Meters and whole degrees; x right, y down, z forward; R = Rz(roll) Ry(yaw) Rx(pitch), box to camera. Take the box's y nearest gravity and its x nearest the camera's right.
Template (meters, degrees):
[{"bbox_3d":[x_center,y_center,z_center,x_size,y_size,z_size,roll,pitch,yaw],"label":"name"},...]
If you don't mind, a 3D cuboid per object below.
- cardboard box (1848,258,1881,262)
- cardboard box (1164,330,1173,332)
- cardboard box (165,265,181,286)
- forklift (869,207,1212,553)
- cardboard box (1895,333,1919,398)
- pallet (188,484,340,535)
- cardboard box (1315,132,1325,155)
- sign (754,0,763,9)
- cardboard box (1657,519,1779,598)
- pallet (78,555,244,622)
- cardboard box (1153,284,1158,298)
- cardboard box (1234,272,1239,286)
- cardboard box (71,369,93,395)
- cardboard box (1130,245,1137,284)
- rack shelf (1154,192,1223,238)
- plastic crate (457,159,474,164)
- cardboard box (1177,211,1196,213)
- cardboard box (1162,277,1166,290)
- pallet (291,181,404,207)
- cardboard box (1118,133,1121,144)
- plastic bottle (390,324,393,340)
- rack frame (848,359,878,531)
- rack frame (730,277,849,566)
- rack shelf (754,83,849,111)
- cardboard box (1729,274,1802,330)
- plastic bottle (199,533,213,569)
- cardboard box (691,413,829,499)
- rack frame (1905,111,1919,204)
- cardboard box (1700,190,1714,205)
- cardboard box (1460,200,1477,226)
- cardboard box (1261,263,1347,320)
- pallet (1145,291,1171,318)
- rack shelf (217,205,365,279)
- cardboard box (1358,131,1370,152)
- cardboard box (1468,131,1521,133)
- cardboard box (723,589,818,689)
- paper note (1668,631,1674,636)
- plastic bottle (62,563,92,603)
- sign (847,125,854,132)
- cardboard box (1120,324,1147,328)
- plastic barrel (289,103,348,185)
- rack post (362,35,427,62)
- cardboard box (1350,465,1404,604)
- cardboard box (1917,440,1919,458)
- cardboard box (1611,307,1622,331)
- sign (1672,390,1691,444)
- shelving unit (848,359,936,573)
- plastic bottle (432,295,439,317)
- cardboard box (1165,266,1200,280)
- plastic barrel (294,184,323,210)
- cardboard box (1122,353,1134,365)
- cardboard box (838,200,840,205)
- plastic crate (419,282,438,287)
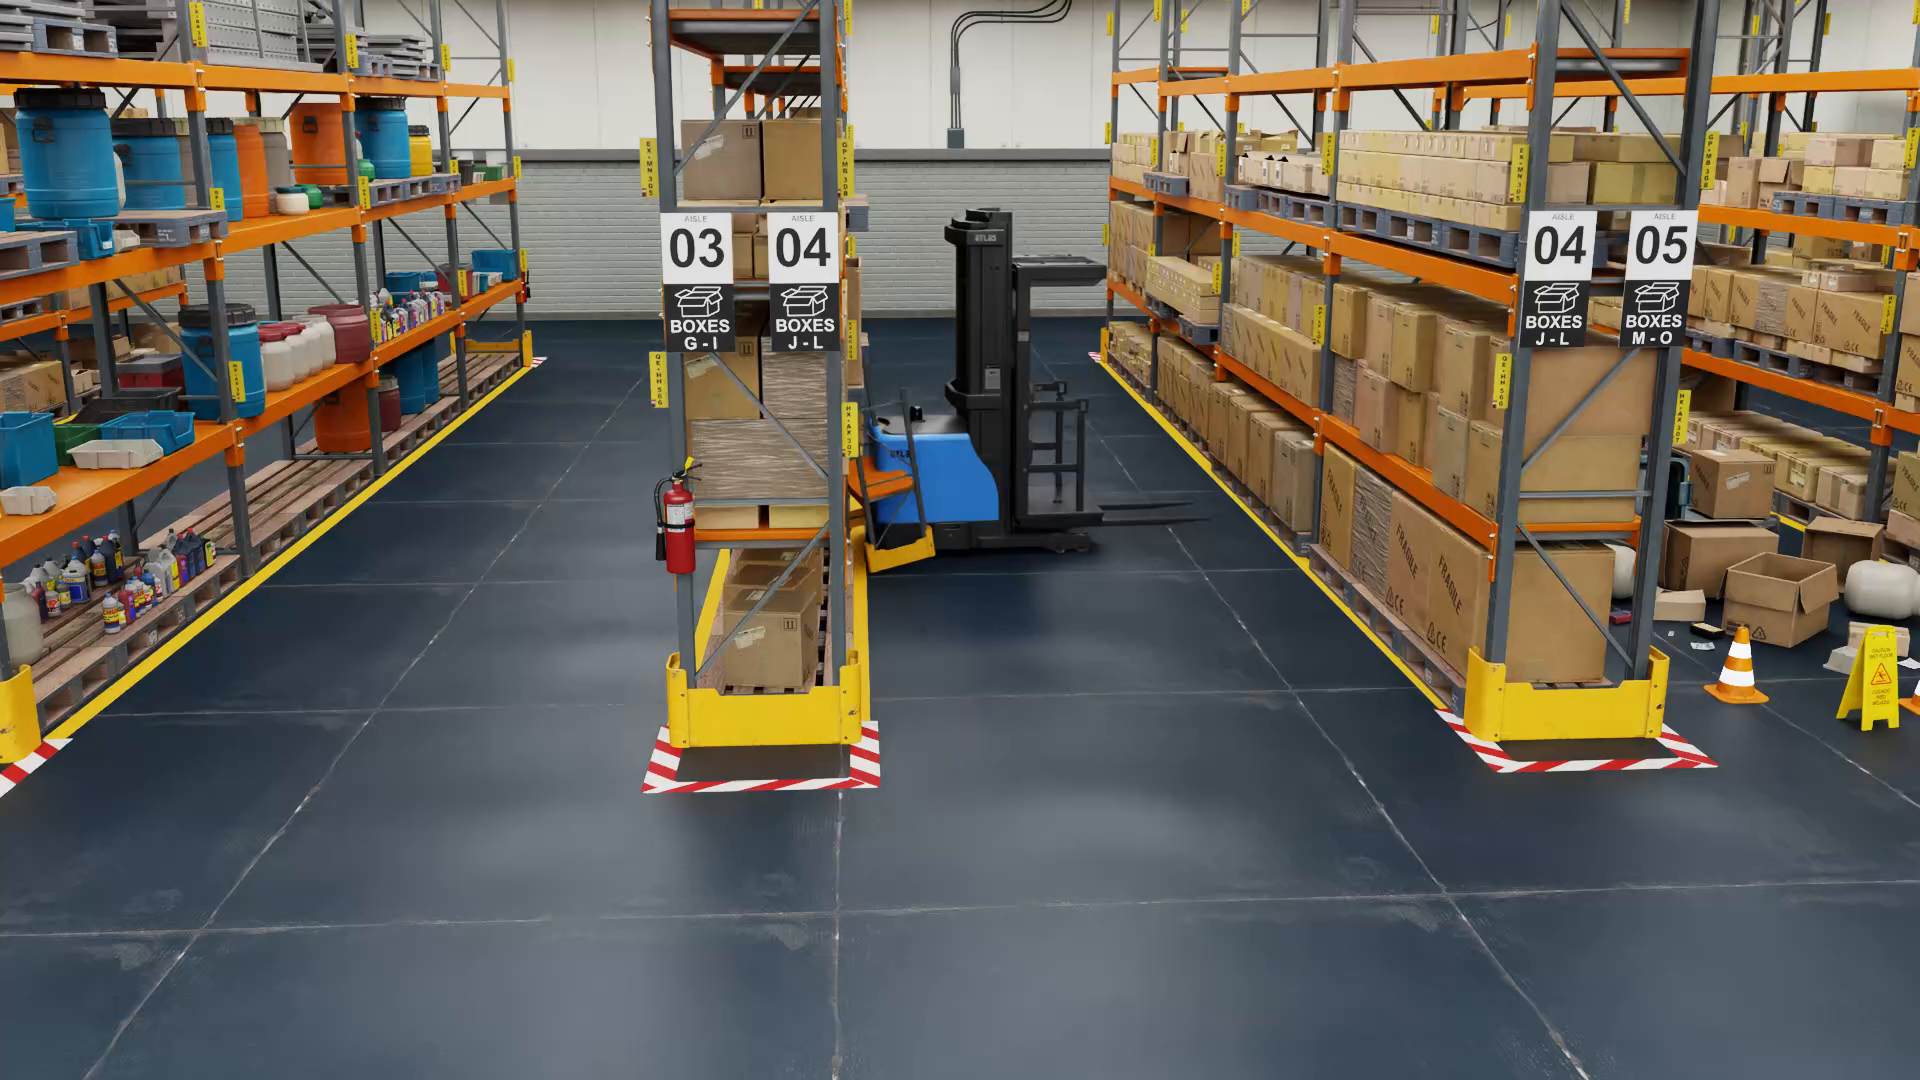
[{"bbox_3d":[13.079,-3.887,23.818,0.500,0.250,0.500,-1,14,-2],"label":"cardboard box"},{"bbox_3d":[3.184,-2.977,24.261,0.380,0.149,0.250,0,14,-1],"label":"cardboard box"},{"bbox_3d":[-11.772,-3.989,24.309,0.500,0.500,0.500,0,14,-2],"label":"cardboard box"},{"bbox_3d":[0.719,-1.433,14.715,3.031,2.935,1.130,-2,15,-7],"label":"forklift"},{"bbox_3d":[8.199,-1.447,13.832,0.500,0.500,0.500,-1,14,-4],"label":"cardboard box"},{"bbox_3d":[-6.550,-0.287,15.718,1.003,0.211,1.213,-1,14,-3],"label":"pallet"},{"bbox_3d":[3.655,-3.586,15.681,0.500,0.500,0.500,-1,14,-3],"label":"cardboard box"},{"bbox_3d":[-2.492,-6.637,20.569,0.100,0.325,0.005,-1,14,-3],"label":"sign"},{"bbox_3d":[5.996,0.140,13.201,0.797,0.637,0.503,-1,14,-3],"label":"cardboard box"},{"bbox_3d":[-6.384,0.379,13.128,1.003,0.211,1.213,-1,14,-3],"label":"pallet"},{"bbox_3d":[2.620,-3.102,20.723,0.380,0.149,0.250,-1,14,-3],"label":"cardboard box"},{"bbox_3d":[3.368,-3.010,19.173,0.380,0.149,0.250,0,14,-1],"label":"cardboard box"},{"bbox_3d":[-11.634,-2.071,21.570,0.500,0.311,0.500,-1,14,-3],"label":"cardboard box"},{"bbox_3d":[2.648,-3.817,23.046,0.500,0.500,0.500,-1,14,-4],"label":"cardboard box"},{"bbox_3d":[3.144,-3.863,19.445,1.077,0.370,4.000,-1,14,-3],"label":"rack shelf"},{"bbox_3d":[-7.382,-5.412,24.285,0.497,0.269,0.590,-1,14,-3],"label":"plastic crate"},{"bbox_3d":[3.188,-4.177,22.439,0.500,0.500,0.500,-1,14,-5],"label":"cardboard box"},{"bbox_3d":[2.656,-3.117,20.184,0.380,0.149,0.250,0,14,-1],"label":"cardboard box"},{"bbox_3d":[-6.582,-3.686,17.693,1.003,0.211,1.213,-1,14,-3],"label":"pallet"},{"bbox_3d":[2.507,-5.850,24.220,0.380,0.149,0.250,-1,14,-4],"label":"cardboard box"},{"bbox_3d":[-6.353,-2.327,18.451,0.097,0.201,0.097,0,14,0],"label":"plastic bottle"},{"bbox_3d":[-0.938,-0.814,14.610,0.500,1.500,0.032,-15,24,-16],"label":"rack frame"},{"bbox_3d":[-1.441,-1.215,13.729,1.000,3.000,0.127,-1,14,-3],"label":"rack frame"},{"bbox_3d":[-1.813,-5.071,18.921,1.077,0.370,4.000,-1,14,-3],"label":"rack shelf"},{"bbox_3d":[8.078,-2.382,16.623,0.500,0.500,0.500,-1,14,-2],"label":"cardboard box"},{"bbox_3d":[-6.025,0.078,13.270,0.061,0.283,0.133,0,14,-1],"label":"plastic bottle"},{"bbox_3d":[-1.200,-0.550,10.347,0.875,0.500,0.500,-1,14,-3],"label":"cardboard box"},{"bbox_3d":[8.450,-4.273,13.576,1.000,3.000,0.127,-1,14,-3],"label":"rack frame"},{"bbox_3d":[8.052,-3.613,17.533,0.380,0.149,0.250,-1,14,-3],"label":"cardboard box"},{"bbox_3d":[3.374,-2.059,10.448,0.380,0.149,0.250,-1,14,-3],"label":"cardboard box"},{"bbox_3d":[3.353,-2.429,16.239,0.700,0.500,0.500,-1,14,-4],"label":"cardboard box"},{"bbox_3d":[2.922,-2.971,20.938,1.003,0.211,1.213,-1,14,-3],"label":"pallet"},{"bbox_3d":[-6.508,-2.740,15.081,1.077,0.370,4.000,-1,14,-3],"label":"rack shelf"},{"bbox_3d":[3.232,-3.013,12.559,0.380,0.149,0.250,-1,14,-4],"label":"cardboard box"},{"bbox_3d":[3.920,-2.898,12.109,0.380,0.149,0.250,-1,14,-3],"label":"cardboard box"},{"bbox_3d":[-1.215,0.631,10.727,0.500,0.500,0.500,2,15,7],"label":"cardboard box"},{"bbox_3d":[5.267,0.693,12.312,0.032,0.001,0.123,7,16,26],"label":"paper note"},{"bbox_3d":[-6.564,0.319,12.351,0.152,0.276,0.135,-1,14,-3],"label":"plastic bottle"},{"bbox_3d":[-1.642,-6.048,24.873,0.100,0.325,0.005,-1,14,-3],"label":"sign"},{"bbox_3d":[2.603,-3.160,24.971,0.380,0.149,0.250,-1,14,-2],"label":"cardboard box"},{"bbox_3d":[-6.664,-4.139,17.368,0.600,0.830,0.708,-1,14,-3],"label":"plastic barrel"},{"bbox_3d":[-6.859,-5.787,19.611,0.937,0.300,0.954,-1,14,-4],"label":"rack post"},{"bbox_3d":[3.545,-0.059,12.658,0.875,0.875,0.875,-1,14,-3],"label":"cardboard box"},{"bbox_3d":[8.165,-0.734,13.729,0.380,0.149,0.250,-1,14,-3],"label":"cardboard box"},{"bbox_3d":[7.865,-2.539,19.175,0.500,0.250,0.500,-1,14,-2],"label":"cardboard box"},{"bbox_3d":[4.318,-0.736,9.972,0.100,0.325,0.005,-1,14,-3],"label":"sign"},{"bbox_3d":[-0.762,-0.654,14.171,0.587,1.500,1.083,-15,24,-16],"label":"shelving unit"},{"bbox_3d":[-6.510,-2.884,20.466,0.152,0.276,0.135,-1,14,-3],"label":"plastic bottle"},{"bbox_3d":[2.667,-3.199,19.909,0.380,0.149,0.250,0,14,-1],"label":"cardboard box"},{"bbox_3d":[-6.566,-3.450,16.708,0.294,0.245,0.294,0,14,0],"label":"plastic barrel"},{"bbox_3d":[2.552,-2.622,24.077,0.380,0.149,0.250,-2,15,-6],"label":"cardboard box"},{"bbox_3d":[-1.045,-2.384,11.754,0.380,0.149,0.250,0,14,-1],"label":"cardboard box"},{"bbox_3d":[-7.288,-3.458,22.855,0.293,0.136,0.466,-1,14,-3],"label":"plastic crate"}]
